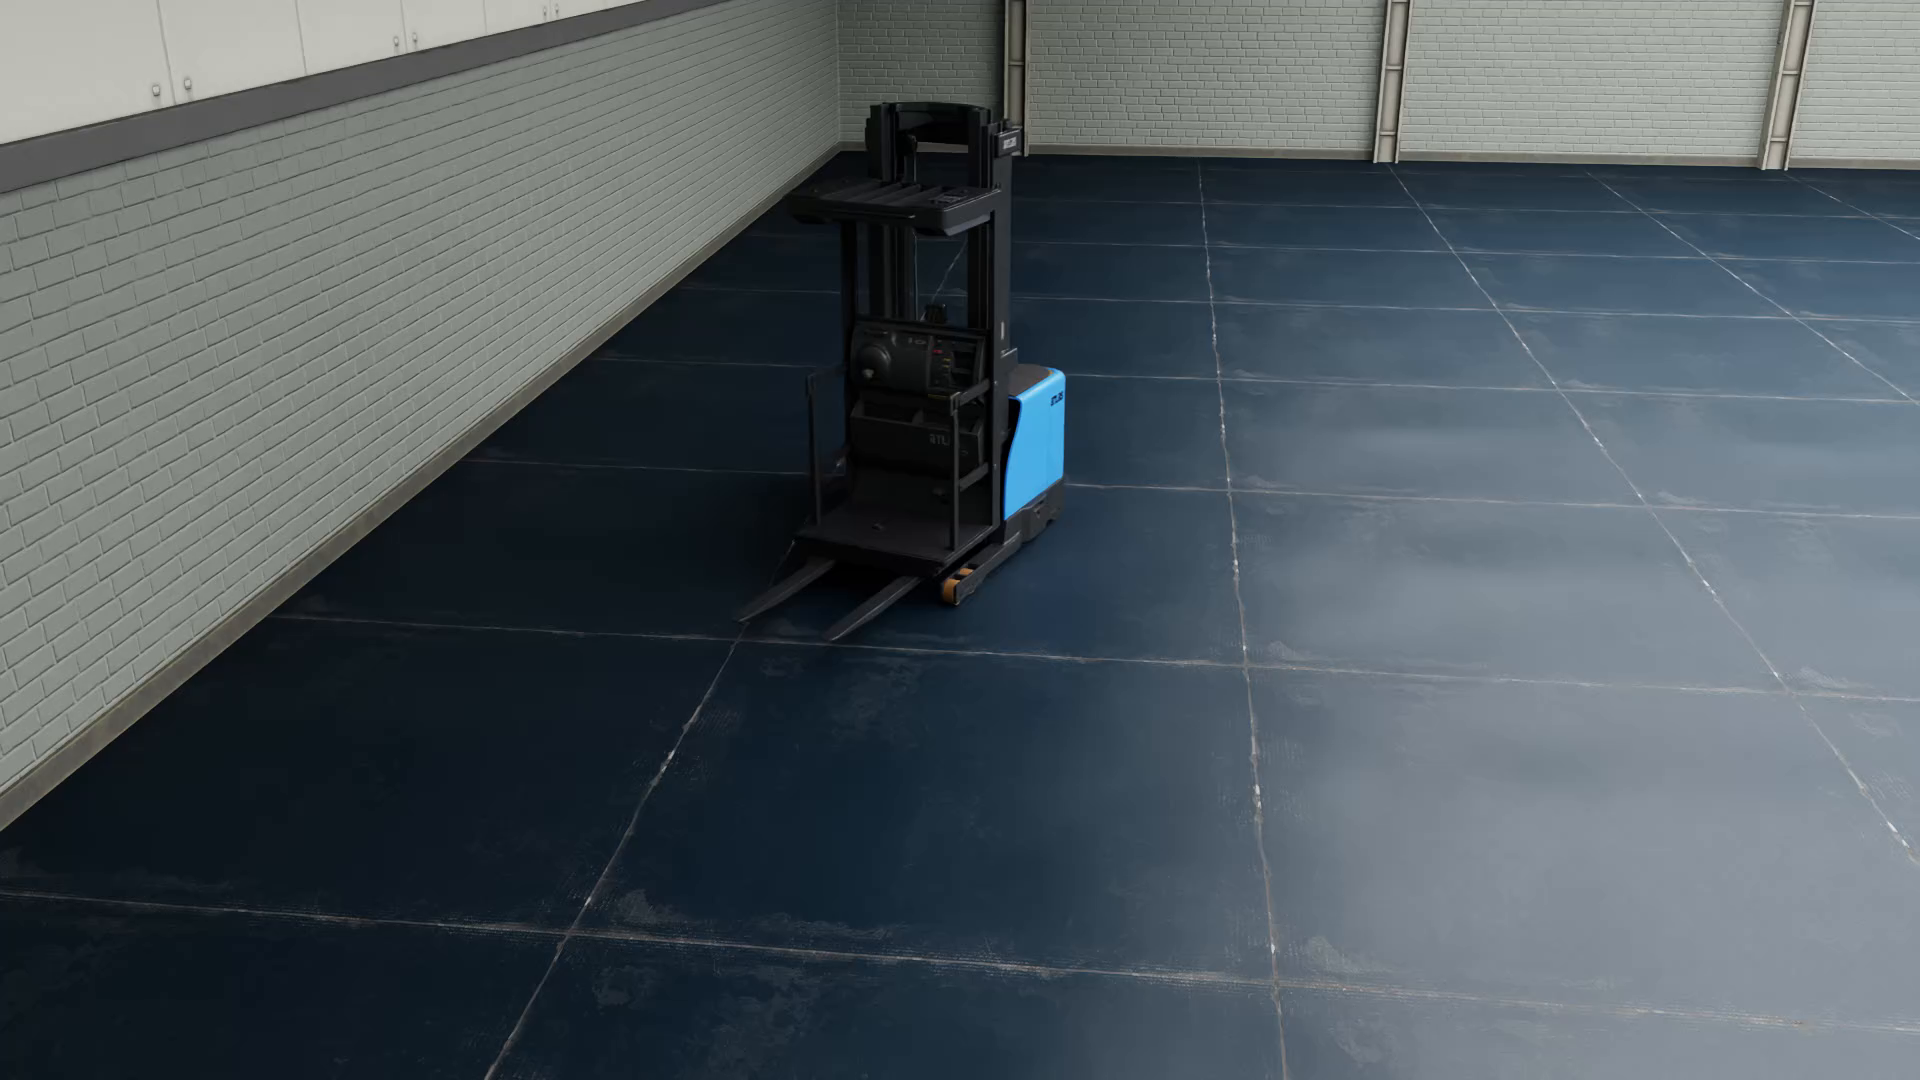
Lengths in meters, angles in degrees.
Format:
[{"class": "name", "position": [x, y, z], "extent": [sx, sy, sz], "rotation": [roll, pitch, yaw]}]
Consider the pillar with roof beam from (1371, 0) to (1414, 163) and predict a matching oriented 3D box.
[{"class": "pillar with roof beam", "position": [6.383, -8.758, 21.354], "extent": [0.400, 9.000, 9.100], "rotation": [2, 22, 6]}]

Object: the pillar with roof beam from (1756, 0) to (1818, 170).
[{"class": "pillar with roof beam", "position": [12.341, -8.499, 20.697], "extent": [0.400, 9.000, 9.100], "rotation": [2, 22, 6]}]

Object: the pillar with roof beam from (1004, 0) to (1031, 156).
[{"class": "pillar with roof beam", "position": [0.425, -9.018, 22.010], "extent": [0.400, 9.000, 9.100], "rotation": [2, 22, 6]}]

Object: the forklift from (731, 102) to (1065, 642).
[{"class": "forklift", "position": [-0.363, -1.138, 10.333], "extent": [1.130, 2.935, 3.031], "rotation": [10, 24, 24]}]
